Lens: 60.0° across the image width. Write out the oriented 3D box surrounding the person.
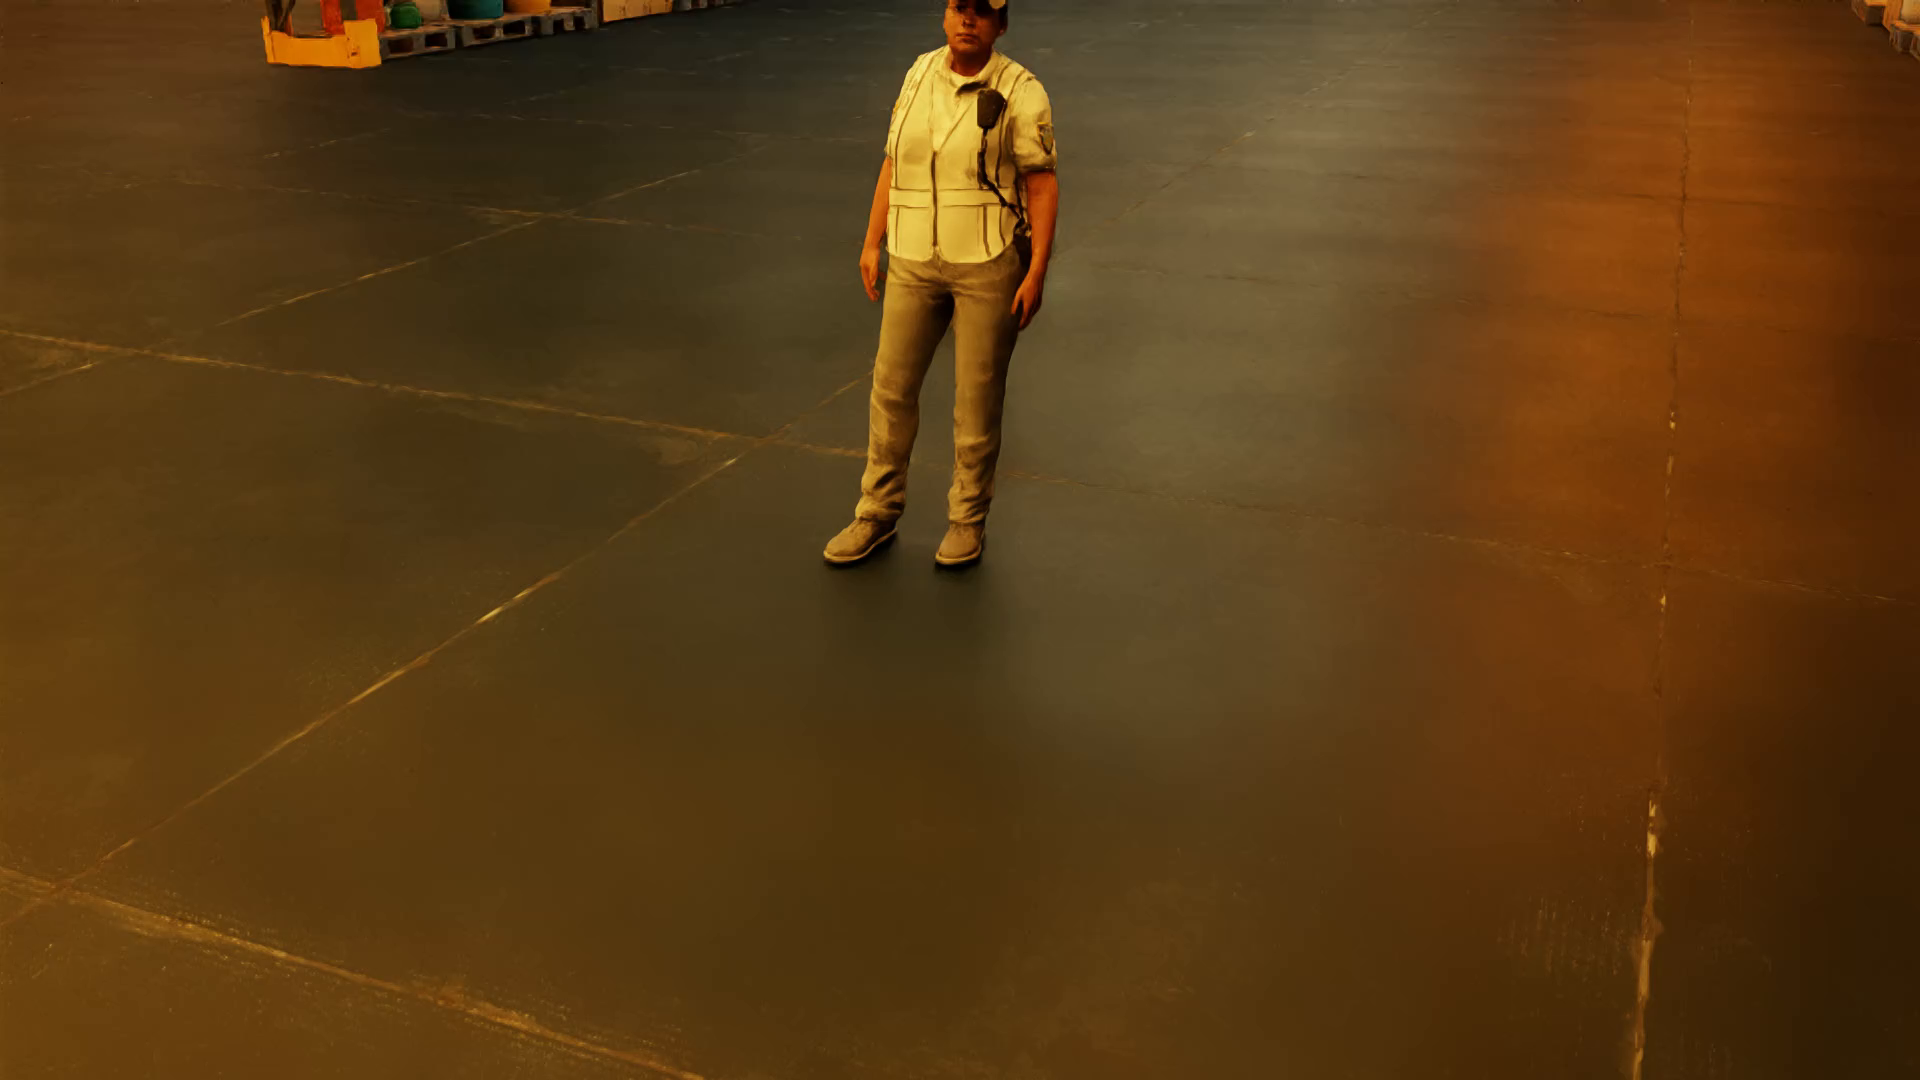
[{"bbox_3d":[-0.050,-0.752,4.712,0.598,1.669,0.529,9,24,21],"label":"person"}]
